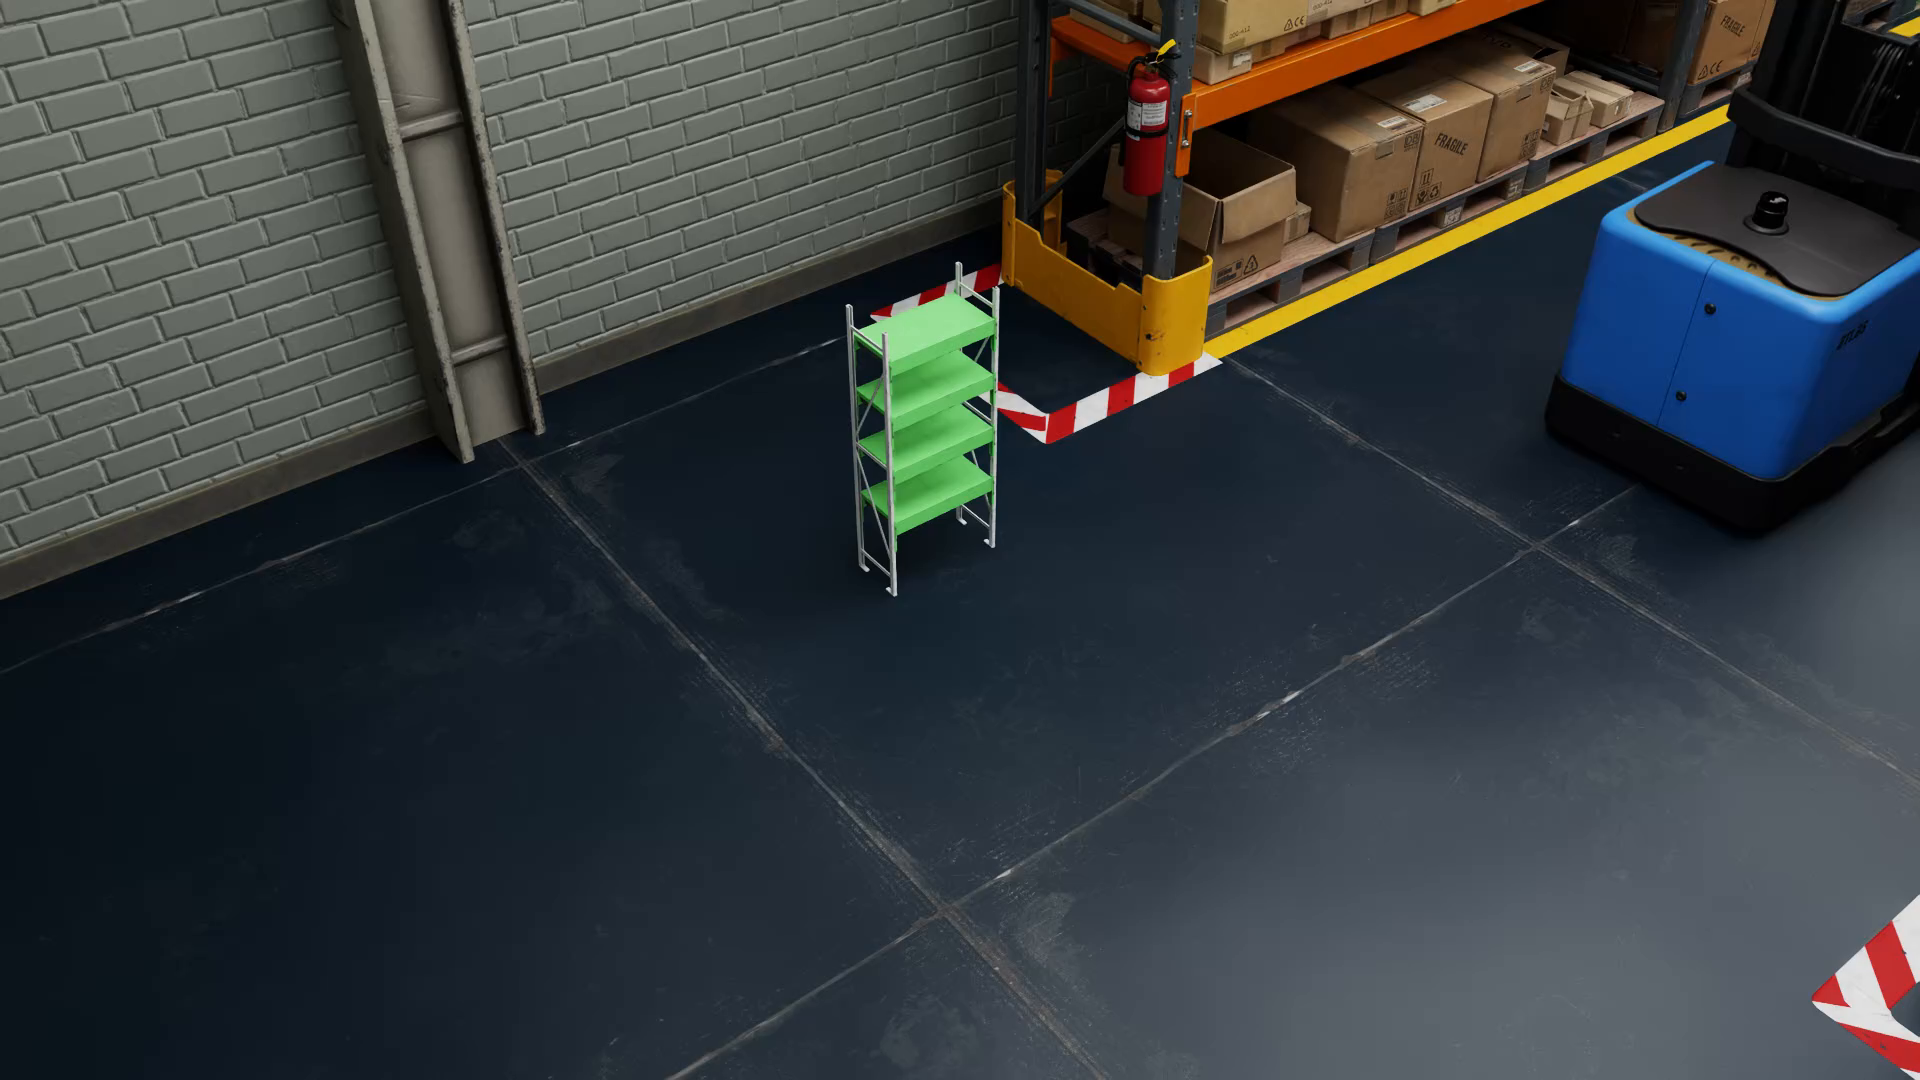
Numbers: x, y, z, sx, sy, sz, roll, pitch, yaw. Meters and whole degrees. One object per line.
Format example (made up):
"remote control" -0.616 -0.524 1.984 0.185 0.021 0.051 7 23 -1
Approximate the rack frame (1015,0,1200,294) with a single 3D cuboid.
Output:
"rack frame" 0.614 -2.229 7.102 0.127 3.000 1.000 -26 46 -28

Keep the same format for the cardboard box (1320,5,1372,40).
"cardboard box" 1.640 -2.428 7.543 0.250 0.149 0.380 -25 45 -27

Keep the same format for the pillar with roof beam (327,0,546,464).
"pillar with roof beam" 0.550 -1.794 1.842 0.400 9.000 9.100 -26 46 -28

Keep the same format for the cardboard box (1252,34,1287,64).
"cardboard box" 1.215 -2.242 7.316 0.250 0.149 0.380 -25 45 -27

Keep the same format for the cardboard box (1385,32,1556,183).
"cardboard box" 2.681 -2.325 8.859 0.500 0.500 0.700 -28 47 -30

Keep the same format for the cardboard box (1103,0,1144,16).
"cardboard box" 0.817 -2.597 7.434 0.500 0.250 0.500 -25 45 -27

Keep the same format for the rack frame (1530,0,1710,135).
"rack frame" 3.785 -3.775 8.986 0.127 3.000 1.000 -26 46 -28

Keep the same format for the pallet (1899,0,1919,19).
"pallet" 6.342 -3.973 11.426 1.213 0.211 1.003 -26 46 -28

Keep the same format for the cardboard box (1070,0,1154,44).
"cardboard box" 0.713 -2.395 7.502 0.250 0.149 0.380 -27 46 -29

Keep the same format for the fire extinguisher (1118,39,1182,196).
"fire extinguisher" 0.779 -1.765 6.892 0.183 0.674 0.296 -26 46 -28

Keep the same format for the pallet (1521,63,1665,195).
"pallet" 3.240 -2.431 9.548 1.213 0.211 1.003 -26 46 -28

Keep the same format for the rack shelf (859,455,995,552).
"rack shelf" -0.131 -0.165 6.484 0.480 0.148 0.258 -26 46 -28

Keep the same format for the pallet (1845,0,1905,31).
"pallet" 5.375 -3.504 10.855 1.213 0.211 1.003 -26 46 -28

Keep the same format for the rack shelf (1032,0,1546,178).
"rack shelf" 2.199 -2.723 8.272 4.000 0.370 1.077 -26 46 -28

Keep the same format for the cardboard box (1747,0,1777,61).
"cardboard box" 4.722 -3.255 9.993 0.500 0.500 0.500 -27 46 -29

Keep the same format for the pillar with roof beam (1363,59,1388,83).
"pillar with roof beam" 5.307 -4.113 4.669 0.400 9.000 9.100 -26 46 -28

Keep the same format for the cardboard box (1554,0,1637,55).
"cardboard box" 3.994 -3.309 10.058 0.500 0.500 0.500 -26 46 -28

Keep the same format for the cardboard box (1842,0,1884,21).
"cardboard box" 5.535 -3.643 10.466 0.500 0.500 0.500 -28 47 -30

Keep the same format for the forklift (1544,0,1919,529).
"forklift" 4.016 -1.962 6.831 3.031 2.935 1.130 -28 47 -30

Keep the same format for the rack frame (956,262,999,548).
"rack frame" 0.062 -0.494 6.406 0.015 1.200 0.240 -26 46 -28

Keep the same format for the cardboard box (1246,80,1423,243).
"cardboard box" 1.858 -1.924 8.370 0.500 0.500 0.700 -24 45 -26

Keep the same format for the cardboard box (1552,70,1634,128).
"cardboard box" 3.522 -2.472 9.315 0.250 0.149 0.380 -27 47 -29

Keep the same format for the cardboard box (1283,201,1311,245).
"cardboard box" 1.517 -1.622 8.279 0.250 0.149 0.380 -28 47 -30

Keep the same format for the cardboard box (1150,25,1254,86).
"cardboard box" 1.041 -2.121 7.168 0.250 0.149 0.380 -26 46 -28

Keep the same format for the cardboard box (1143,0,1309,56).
"cardboard box" 1.138 -2.326 7.103 0.500 0.250 0.500 -26 46 -28

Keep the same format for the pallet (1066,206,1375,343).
"pallet" 1.305 -1.488 8.398 1.213 0.211 1.003 -26 46 -28

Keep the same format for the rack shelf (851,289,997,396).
"rack shelf" -0.131 -0.722 6.028 0.480 0.148 0.258 -26 46 -28

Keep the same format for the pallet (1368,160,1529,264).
"pallet" 2.272 -1.957 8.970 1.213 0.211 1.003 -26 46 -28

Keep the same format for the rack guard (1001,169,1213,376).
"rack guard" 0.674 -1.292 7.930 0.348 0.500 1.175 -26 46 -28

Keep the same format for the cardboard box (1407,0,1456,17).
"cardboard box" 2.093 -2.593 7.744 0.250 0.149 0.380 -27 47 -29

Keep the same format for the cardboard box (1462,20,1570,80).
"cardboard box" 3.117 -2.761 9.539 0.500 0.311 0.500 -24 45 -27

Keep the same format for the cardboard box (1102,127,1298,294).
"cardboard box" 1.156 -1.615 7.990 0.637 0.503 0.797 -28 47 -30

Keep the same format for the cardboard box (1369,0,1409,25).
"cardboard box" 1.847 -2.534 7.671 0.250 0.149 0.380 -25 46 -27

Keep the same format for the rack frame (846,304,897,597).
"rack frame" -0.325 -0.306 6.176 0.015 1.200 0.240 -26 46 -28

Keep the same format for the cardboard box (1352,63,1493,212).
"cardboard box" 2.338 -2.078 8.558 0.500 0.500 0.500 -25 46 -27

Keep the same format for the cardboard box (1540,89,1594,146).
"cardboard box" 3.239 -2.379 9.109 0.258 0.266 0.396 -24 45 -27

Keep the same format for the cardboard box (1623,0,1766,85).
"cardboard box" 4.306 -3.044 9.736 0.500 0.500 0.500 -24 45 -26

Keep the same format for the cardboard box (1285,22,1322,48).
"cardboard box" 1.402 -2.361 7.461 0.250 0.149 0.380 -27 46 -29

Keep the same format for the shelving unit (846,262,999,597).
"shelving unit" -0.131 -0.400 6.291 0.503 1.200 0.258 -26 46 -28

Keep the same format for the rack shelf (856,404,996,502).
"rack shelf" -0.131 -0.350 6.332 0.480 0.148 0.258 -26 46 -28

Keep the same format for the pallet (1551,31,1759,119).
"pallet" 4.407 -3.030 10.277 1.213 0.211 1.003 -26 46 -28

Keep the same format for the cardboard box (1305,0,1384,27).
"cardboard box" 1.537 -2.520 7.341 0.500 0.250 0.500 -25 46 -28

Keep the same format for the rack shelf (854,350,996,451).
"rack shelf" -0.131 -0.536 6.180 0.480 0.148 0.258 -26 46 -28
